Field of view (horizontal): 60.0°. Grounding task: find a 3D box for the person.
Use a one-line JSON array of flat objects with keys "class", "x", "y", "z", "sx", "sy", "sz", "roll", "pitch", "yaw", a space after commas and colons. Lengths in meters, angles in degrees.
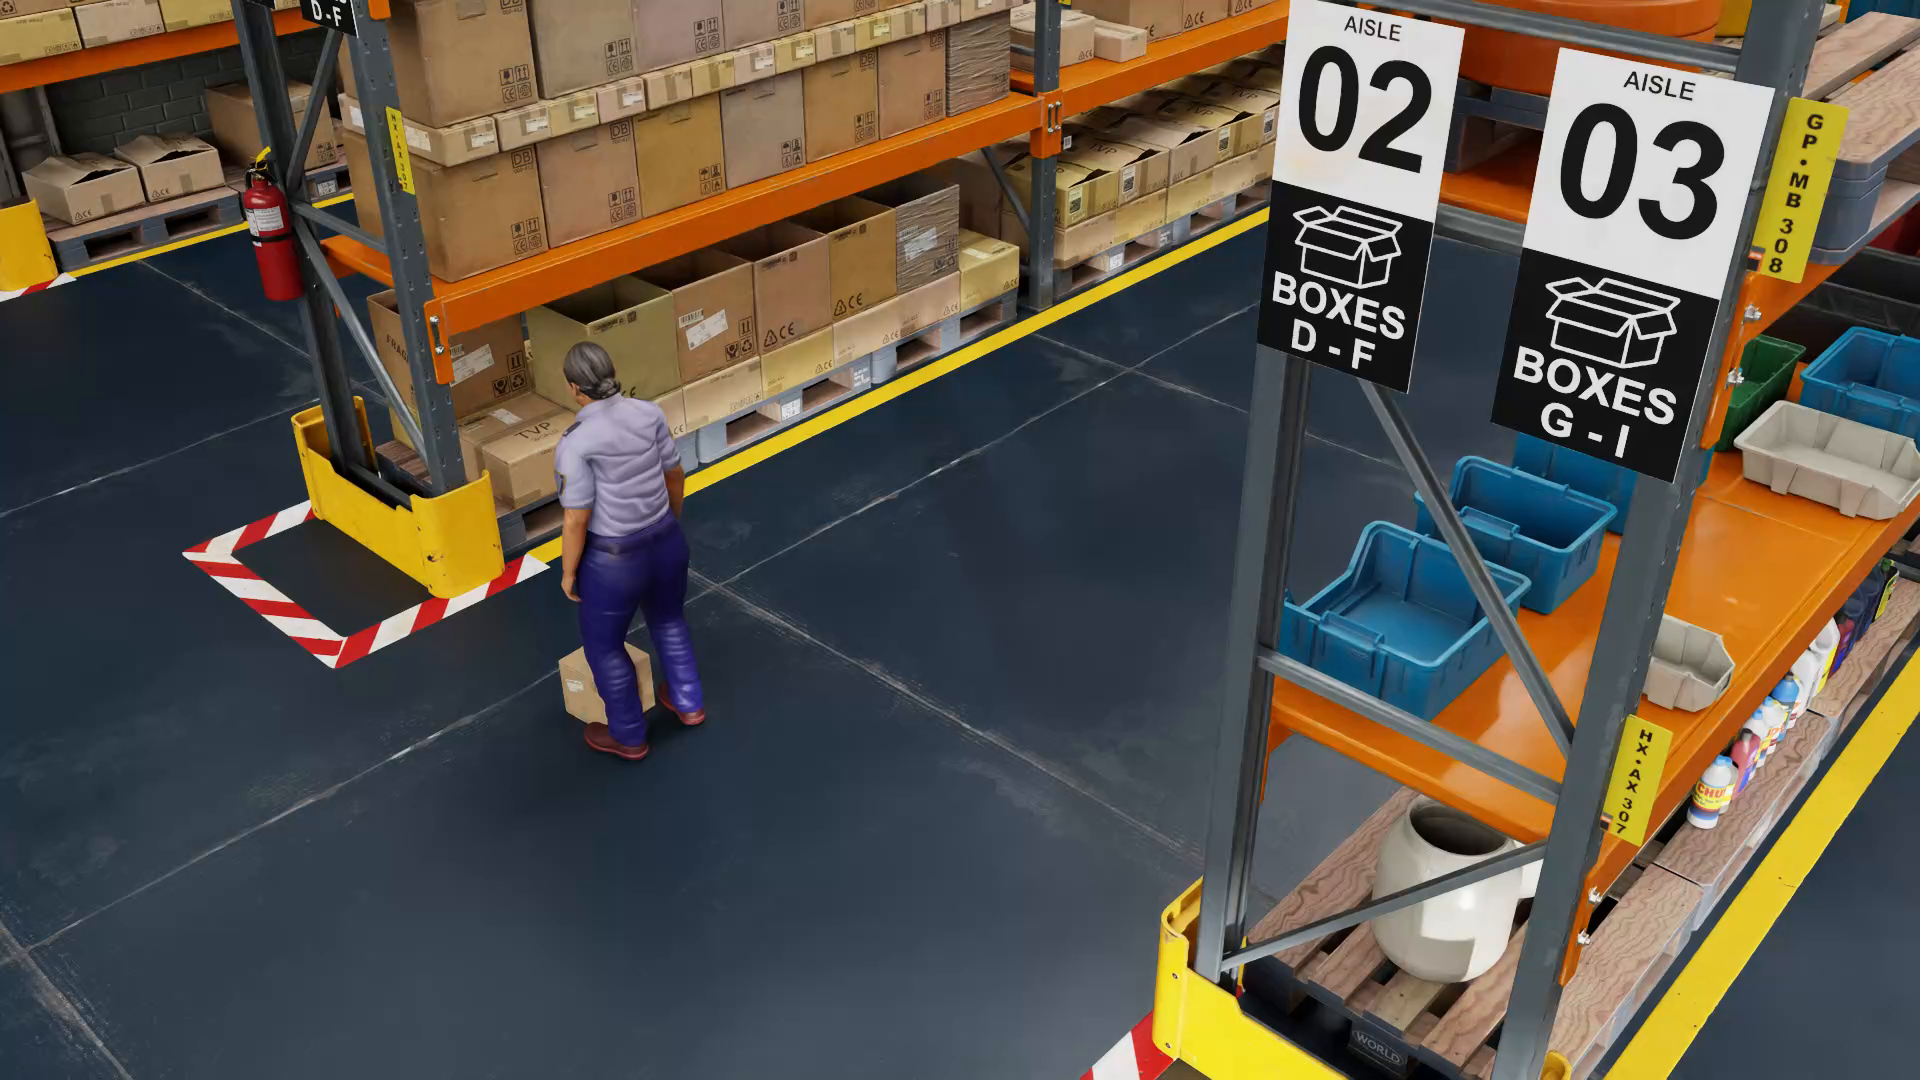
[{"class": "person", "x": -1.211, "y": 0.049, "z": 6.062, "sx": 0.371, "sy": 1.652, "sz": 0.538, "roll": 26, "pitch": 40, "yaw": 35}]
